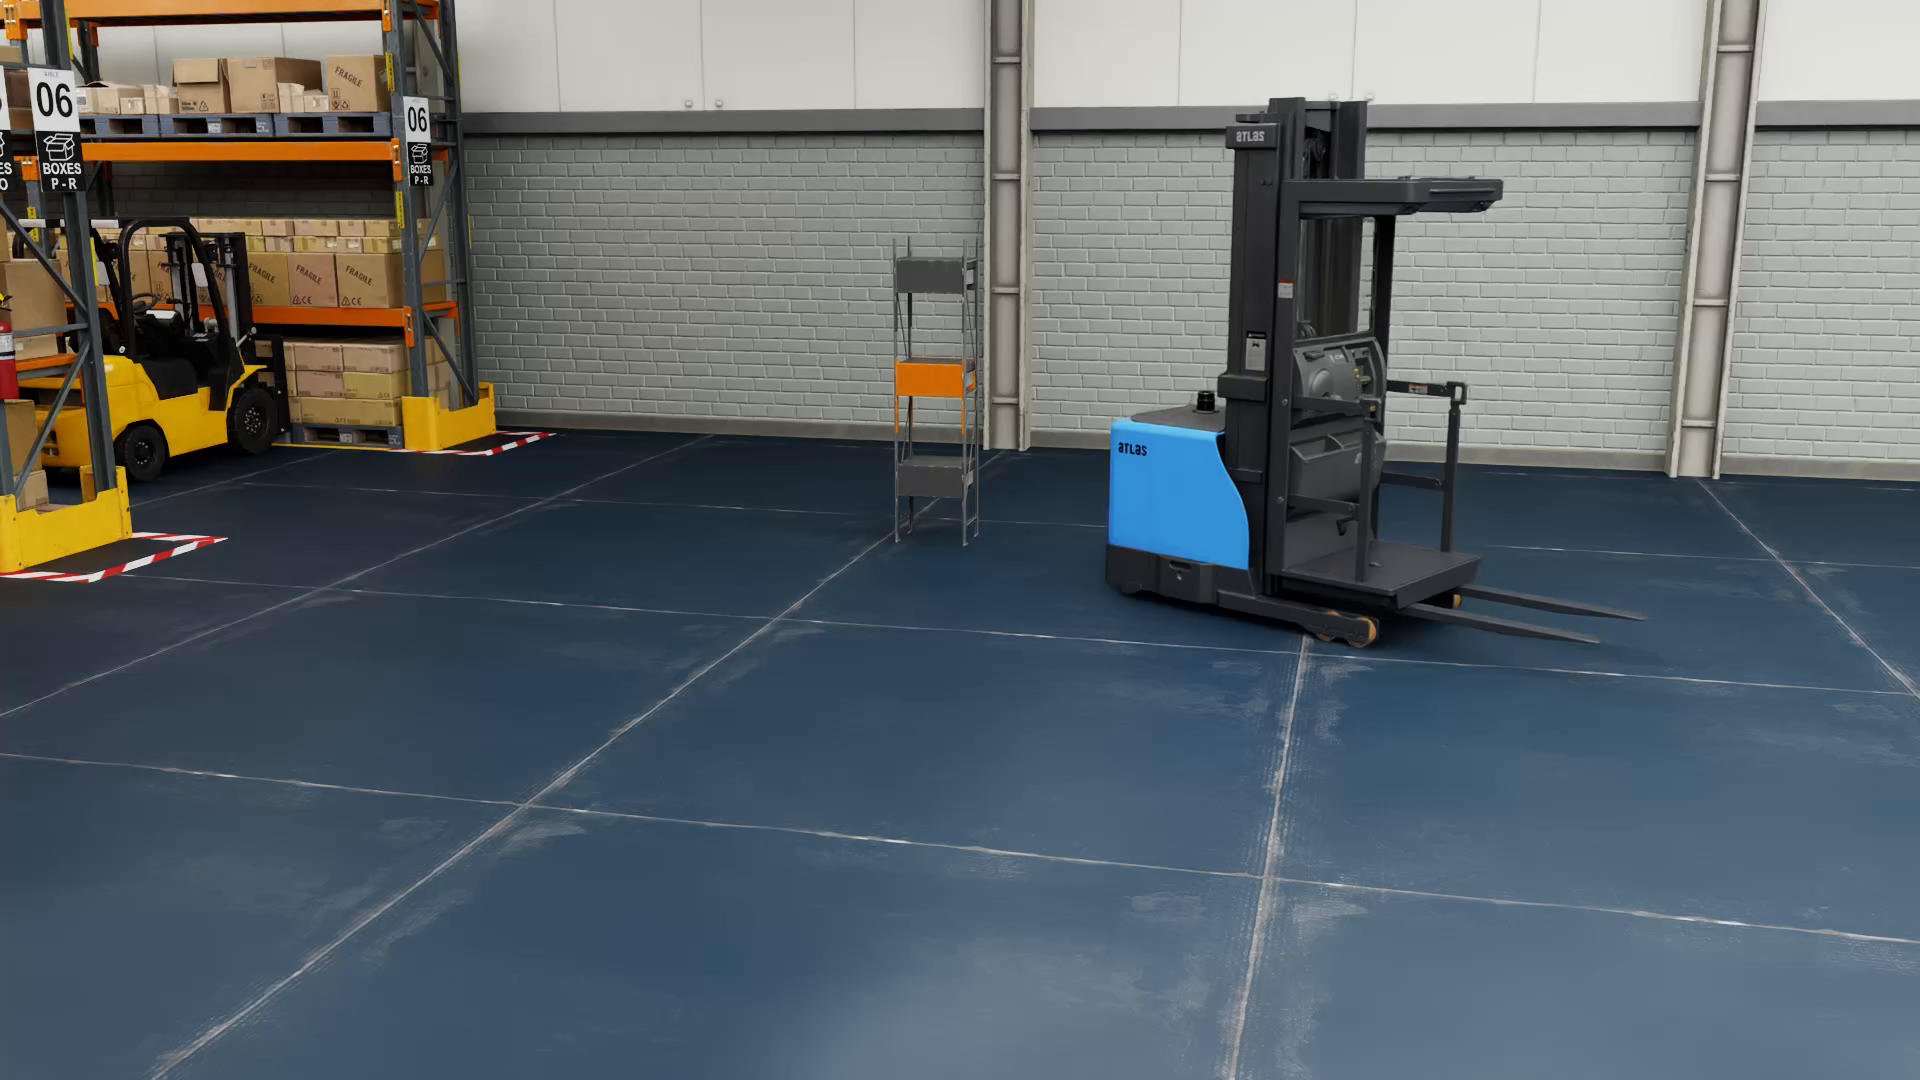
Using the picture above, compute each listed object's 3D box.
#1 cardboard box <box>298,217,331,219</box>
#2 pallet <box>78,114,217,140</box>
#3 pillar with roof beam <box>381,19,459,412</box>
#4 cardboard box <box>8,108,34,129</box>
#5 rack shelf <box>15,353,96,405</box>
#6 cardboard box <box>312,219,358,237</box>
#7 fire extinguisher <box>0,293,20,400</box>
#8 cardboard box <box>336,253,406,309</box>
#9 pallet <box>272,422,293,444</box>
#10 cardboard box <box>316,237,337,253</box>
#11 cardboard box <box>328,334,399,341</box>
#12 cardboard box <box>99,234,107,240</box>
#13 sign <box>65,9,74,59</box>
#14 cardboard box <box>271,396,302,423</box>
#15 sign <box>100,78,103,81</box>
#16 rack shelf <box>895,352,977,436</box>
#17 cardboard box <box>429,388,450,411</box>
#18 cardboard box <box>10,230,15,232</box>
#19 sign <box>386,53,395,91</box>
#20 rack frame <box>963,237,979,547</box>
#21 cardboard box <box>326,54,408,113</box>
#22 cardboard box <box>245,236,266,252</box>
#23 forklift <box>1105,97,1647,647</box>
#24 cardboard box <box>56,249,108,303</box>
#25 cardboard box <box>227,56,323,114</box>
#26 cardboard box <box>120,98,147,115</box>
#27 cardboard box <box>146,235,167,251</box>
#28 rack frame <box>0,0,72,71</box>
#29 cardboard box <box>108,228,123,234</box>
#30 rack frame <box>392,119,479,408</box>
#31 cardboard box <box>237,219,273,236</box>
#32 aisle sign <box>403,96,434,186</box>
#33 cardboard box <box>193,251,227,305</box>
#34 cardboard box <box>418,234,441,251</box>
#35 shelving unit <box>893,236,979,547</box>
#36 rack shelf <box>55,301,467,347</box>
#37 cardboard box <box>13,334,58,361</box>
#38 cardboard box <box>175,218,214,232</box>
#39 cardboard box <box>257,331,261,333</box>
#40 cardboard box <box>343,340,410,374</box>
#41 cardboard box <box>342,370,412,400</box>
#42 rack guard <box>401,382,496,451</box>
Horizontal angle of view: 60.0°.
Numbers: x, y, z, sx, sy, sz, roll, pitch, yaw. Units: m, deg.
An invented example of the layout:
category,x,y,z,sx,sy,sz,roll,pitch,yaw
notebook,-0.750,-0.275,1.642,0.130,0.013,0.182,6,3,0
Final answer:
category,x,y,z,sx,sy,sz,roll,pitch,yaw
cardboard box,-6.202,-3.049,16.136,0.250,0.149,0.380,3,13,15
pallet,-7.972,-4.010,16.162,1.213,0.211,1.003,3,13,14
pillar with roof beam,-6.414,-4.669,12.004,0.400,9.000,9.100,3,13,14
cardboard box,-6.352,-2.803,11.099,0.250,0.149,0.380,3,13,14
rack shelf,-8.050,-1.129,11.557,4.000,0.370,1.077,3,13,14
cardboard box,-5.828,-2.919,15.552,0.250,0.149,0.380,3,13,15
fire extinguisher,-6.108,-1.236,10.556,0.183,0.674,0.296,3,13,14
cardboard box,-5.463,-2.439,15.572,0.500,0.500,0.500,3,13,12
pallet,-6.856,-1.154,16.446,1.213,0.211,1.003,3,13,14
cardboard box,-5.819,-2.778,15.602,0.250,0.149,0.380,3,13,15
cardboard box,-5.830,-1.861,16.266,0.500,0.250,0.500,3,13,14
cardboard box,-8.308,-2.908,16.189,0.250,0.149,0.380,3,13,15
sign,-5.978,-3.381,11.106,0.005,0.325,0.100,3,13,14
cardboard box,-6.419,-1.297,16.031,0.500,0.250,0.500,3,13,14
sign,-8.675,-4.500,16.790,0.005,0.325,0.100,3,13,14
rack shelf,-0.161,-1.020,11.548,0.480,0.518,0.431,3,13,14
cardboard box,-5.353,-1.350,16.270,0.500,0.250,0.500,3,13,14
cardboard box,-9.586,-3.095,17.029,0.250,0.149,0.380,3,13,13
sign,-5.066,-4.165,14.794,0.005,0.325,0.100,3,13,14
rack frame,0.076,-1.021,11.488,0.015,2.100,0.400,3,13,14
cardboard box,-5.411,-4.159,15.198,0.500,0.500,0.500,3,13,15
cardboard box,-6.578,-2.806,15.728,0.250,0.149,0.380,3,13,14
forklift,2.322,-0.971,9.343,3.031,2.935,1.130,11,17,41
cardboard box,-8.438,-2.599,16.291,0.500,0.500,0.500,3,13,12
cardboard box,-6.381,-4.233,15.532,0.500,0.500,0.700,3,13,14
cardboard box,-7.697,-4.096,15.726,0.250,0.149,0.380,3,13,15
cardboard box,-7.572,-2.858,15.963,0.250,0.149,0.380,3,13,13
rack frame,-6.108,-4.305,10.362,0.127,3.000,1.000,3,13,14
cardboard box,-8.042,-3.054,16.157,0.250,0.149,0.380,3,13,12
rack frame,-4.923,-2.420,15.717,0.127,3.000,1.000,3,13,14
cardboard box,-6.584,-2.950,15.691,0.250,0.149,0.380,3,13,15
aisle sign,-4.929,-3.624,15.142,0.004,0.787,0.394,3,13,14
cardboard box,-6.953,-2.519,15.929,0.500,0.500,0.500,3,13,14
cardboard box,-5.190,-2.858,15.961,0.250,0.149,0.380,3,13,12
shelving unit,-0.161,-1.034,11.545,0.503,2.100,0.431,3,13,14
rack shelf,-6.864,-2.173,16.263,4.000,0.370,1.077,3,13,14
cardboard box,-6.388,-1.315,11.314,0.250,0.149,0.380,3,13,14
cardboard box,-7.298,-3.009,15.957,0.250,0.149,0.380,3,13,13
cardboard box,-7.299,-1.942,16.630,0.500,0.250,0.500,3,13,14
cardboard box,-5.444,-1.729,15.673,0.500,0.250,0.500,4,13,15
cardboard box,-5.470,-1.486,15.733,0.500,0.250,0.500,3,13,13
rack guard,-4.899,-1.199,15.982,0.348,0.500,1.175,3,13,14
